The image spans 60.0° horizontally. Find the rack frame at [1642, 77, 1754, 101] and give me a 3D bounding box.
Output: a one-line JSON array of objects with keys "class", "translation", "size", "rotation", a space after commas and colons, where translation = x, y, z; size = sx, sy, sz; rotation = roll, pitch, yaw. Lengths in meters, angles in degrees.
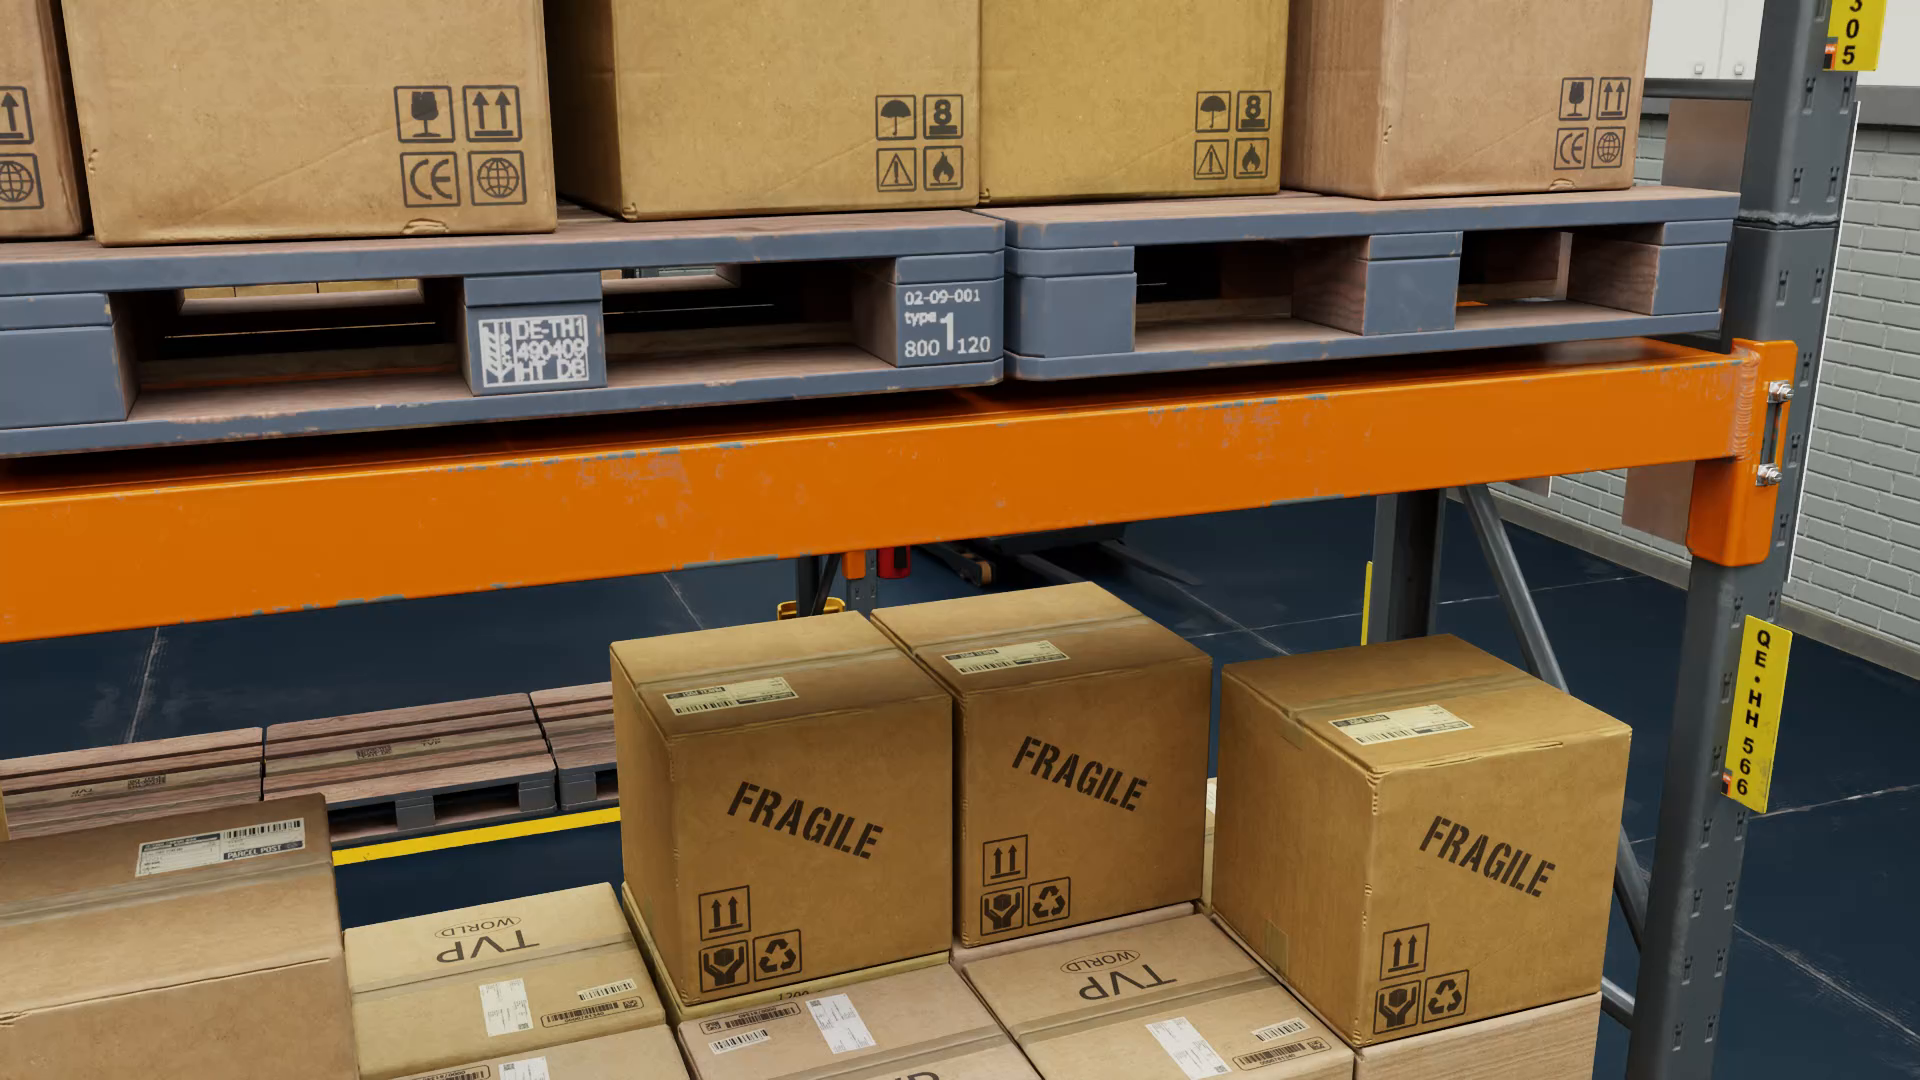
[{"class": "rack frame", "translation": [1.157, -2.059, 2.639], "size": [0.053, 2.616, 0.949], "rotation": [-6, 17, -20]}]

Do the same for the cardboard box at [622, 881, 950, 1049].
[{"class": "cardboard box", "translation": [-0.342, 0.829, 3.190], "size": [0.500, 0.250, 0.500], "rotation": [-7, 18, -22]}]

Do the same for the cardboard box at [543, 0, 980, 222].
[{"class": "cardboard box", "translation": [-0.345, -0.762, 2.445], "size": [0.500, 0.500, 0.700], "rotation": [-7, 18, -24]}]

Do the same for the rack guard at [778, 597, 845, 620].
[{"class": "rack guard", "translation": [-0.599, 0.709, 8.297], "size": [0.348, 0.500, 1.175], "rotation": [-6, 17, -20]}]

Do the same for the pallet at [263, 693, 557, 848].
[{"class": "pallet", "translation": [-2.538, 1.048, 7.654], "size": [1.213, 0.211, 1.003], "rotation": [-6, 17, -20]}]

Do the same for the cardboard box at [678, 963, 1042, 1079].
[{"class": "cardboard box", "translation": [-0.151, 0.969, 2.714], "size": [0.500, 0.250, 0.500], "rotation": [-7, 18, -22]}]

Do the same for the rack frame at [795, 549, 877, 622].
[{"class": "rack frame", "translation": [-0.616, -0.485, 7.925], "size": [0.127, 3.000, 1.000], "rotation": [-6, 17, -20]}]

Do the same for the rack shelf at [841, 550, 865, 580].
[{"class": "rack shelf", "translation": [-2.484, 0.062, 7.340], "size": [4.000, 0.370, 1.077], "rotation": [-6, 17, -20]}]

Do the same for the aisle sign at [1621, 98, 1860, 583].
[{"class": "aisle sign", "translation": [1.330, -0.357, 2.877], "size": [0.004, 0.787, 0.394], "rotation": [-6, 17, -20]}]

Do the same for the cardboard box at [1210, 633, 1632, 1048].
[{"class": "cardboard box", "translation": [0.795, 0.506, 2.958], "size": [0.500, 0.500, 0.500], "rotation": [-6, 17, -19]}]

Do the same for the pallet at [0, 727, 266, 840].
[{"class": "pallet", "translation": [-3.679, 1.172, 7.232], "size": [1.213, 0.211, 1.003], "rotation": [-6, 17, -20]}]

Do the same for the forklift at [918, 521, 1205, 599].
[{"class": "forklift", "translation": [0.434, -1.256, 10.673], "size": [1.130, 2.935, 3.031], "rotation": [-9, 19, -28]}]

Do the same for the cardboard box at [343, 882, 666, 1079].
[{"class": "cardboard box", "translation": [-0.828, 0.883, 3.006], "size": [0.500, 0.250, 0.500], "rotation": [-7, 18, -21]}]

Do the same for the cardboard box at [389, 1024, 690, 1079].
[{"class": "cardboard box", "translation": [-0.636, 1.022, 2.531], "size": [0.500, 0.250, 0.500], "rotation": [-6, 17, -20]}]

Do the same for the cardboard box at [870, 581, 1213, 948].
[{"class": "cardboard box", "translation": [0.144, 0.416, 3.266], "size": [0.500, 0.500, 0.500], "rotation": [-7, 18, -21]}]

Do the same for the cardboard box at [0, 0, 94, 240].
[{"class": "cardboard box", "translation": [-1.366, -0.663, 2.107], "size": [0.500, 0.500, 0.700], "rotation": [-5, 17, -17]}]

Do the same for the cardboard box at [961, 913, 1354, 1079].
[{"class": "cardboard box", "translation": [0.324, 0.917, 2.889], "size": [0.500, 0.250, 0.500], "rotation": [-6, 18, -21]}]

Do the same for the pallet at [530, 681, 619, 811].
[{"class": "pallet", "translation": [-1.400, 0.926, 8.069], "size": [1.213, 0.211, 1.003], "rotation": [-6, 17, -20]}]

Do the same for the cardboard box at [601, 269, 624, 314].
[{"class": "cardboard box", "translation": [-2.706, -1.719, 11.952], "size": [0.500, 0.500, 0.500], "rotation": [-6, 17, -18]}]

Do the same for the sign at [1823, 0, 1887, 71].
[{"class": "sign", "translation": [1.337, -0.863, 2.460], "size": [0.005, 0.325, 0.100], "rotation": [-6, 17, -20]}]

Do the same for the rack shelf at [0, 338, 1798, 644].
[{"class": "rack shelf", "translation": [-0.712, -0.074, 2.479], "size": [4.000, 0.370, 1.077], "rotation": [-6, 17, -20]}]

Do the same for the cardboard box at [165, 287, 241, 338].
[{"class": "cardboard box", "translation": [-3.982, -1.663, 11.761], "size": [3.026, 0.500, 1.079], "rotation": [-6, 17, -19]}]

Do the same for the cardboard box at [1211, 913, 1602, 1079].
[{"class": "cardboard box", "translation": [0.798, 0.866, 3.062], "size": [0.500, 0.250, 0.500], "rotation": [-6, 18, -21]}]

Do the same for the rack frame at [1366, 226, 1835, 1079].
[{"class": "rack frame", "translation": [1.156, 0.819, 3.487], "size": [0.127, 3.000, 1.000], "rotation": [-6, 17, -20]}]

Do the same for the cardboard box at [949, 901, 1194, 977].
[{"class": "cardboard box", "translation": [0.128, 0.779, 3.359], "size": [0.500, 0.250, 0.500], "rotation": [-6, 18, -21]}]

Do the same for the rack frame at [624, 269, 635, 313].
[{"class": "rack frame", "translation": [-2.387, -1.789, 12.367], "size": [0.053, 2.616, 0.949], "rotation": [-6, 17, -20]}]

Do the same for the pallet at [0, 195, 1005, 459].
[{"class": "pallet", "translation": [-0.674, -0.377, 2.391], "size": [1.213, 0.211, 1.003], "rotation": [-6, 17, -20]}]

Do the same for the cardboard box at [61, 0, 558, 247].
[{"class": "cardboard box", "translation": [-0.827, -0.678, 2.159], "size": [0.500, 0.500, 0.700], "rotation": [-5, 17, -18]}]

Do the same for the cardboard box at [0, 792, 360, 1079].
[{"class": "cardboard box", "translation": [-1.094, 0.709, 2.268], "size": [0.500, 0.500, 0.500], "rotation": [-7, 18, -22]}]

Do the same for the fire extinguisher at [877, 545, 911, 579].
[{"class": "fire extinguisher", "translation": [-0.313, -0.164, 7.633], "size": [0.183, 0.674, 0.296], "rotation": [-6, 17, -20]}]

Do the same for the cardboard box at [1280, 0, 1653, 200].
[{"class": "cardboard box", "translation": [0.690, -0.852, 2.751], "size": [0.500, 0.500, 0.700], "rotation": [-7, 18, -23]}]

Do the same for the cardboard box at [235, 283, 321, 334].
[{"class": "cardboard box", "translation": [-4.602, -1.515, 11.256], "size": [0.500, 0.500, 0.500], "rotation": [-6, 17, -20]}]

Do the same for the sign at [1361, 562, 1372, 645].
[{"class": "sign", "translation": [0.963, 0.219, 3.853], "size": [0.005, 0.325, 0.100], "rotation": [-6, 17, -20]}]

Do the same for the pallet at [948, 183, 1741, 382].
[{"class": "pallet", "translation": [0.467, -0.501, 2.813], "size": [1.213, 0.211, 1.003], "rotation": [-6, 17, -20]}]
